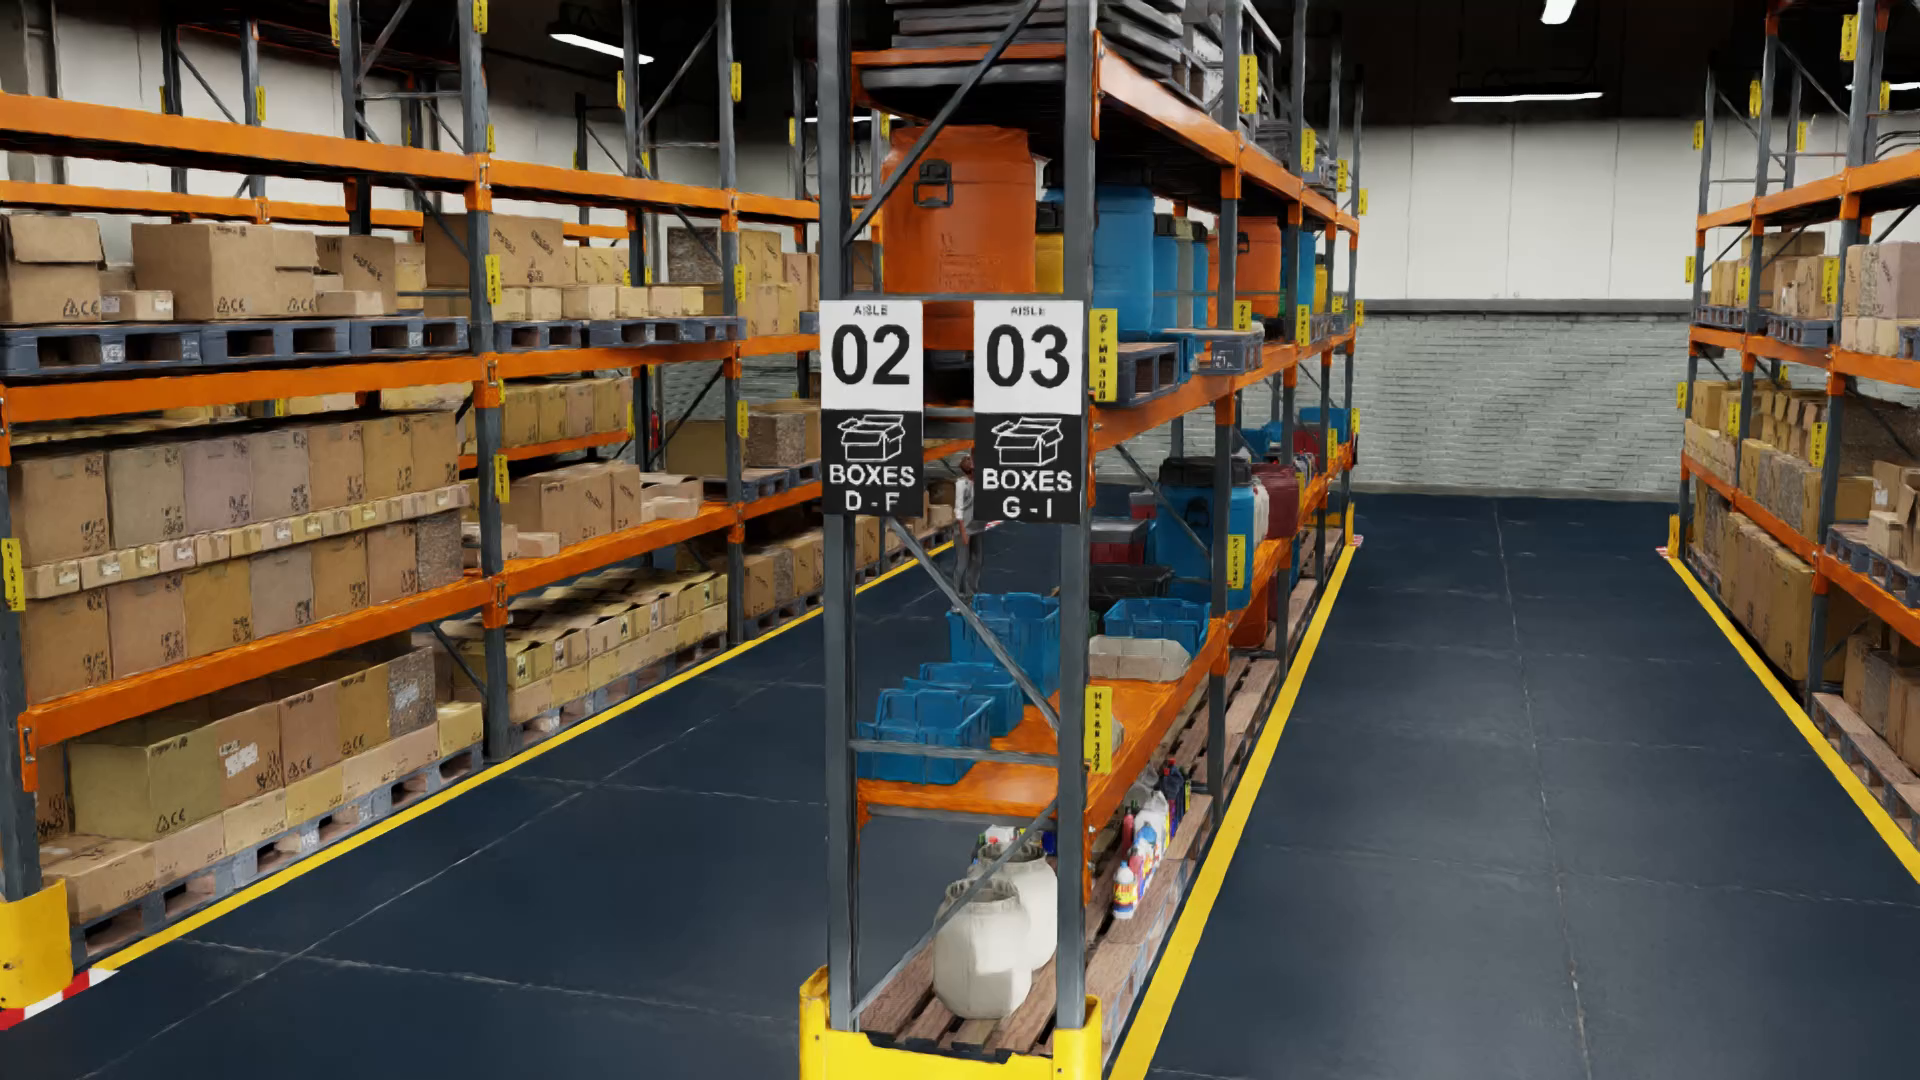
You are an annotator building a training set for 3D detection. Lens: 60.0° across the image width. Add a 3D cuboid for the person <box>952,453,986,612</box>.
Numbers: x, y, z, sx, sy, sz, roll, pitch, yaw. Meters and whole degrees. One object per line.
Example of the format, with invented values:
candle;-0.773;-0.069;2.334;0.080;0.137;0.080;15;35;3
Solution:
person;0.092;-0.078;16.759;0.369;1.600;0.434;7;11;38
